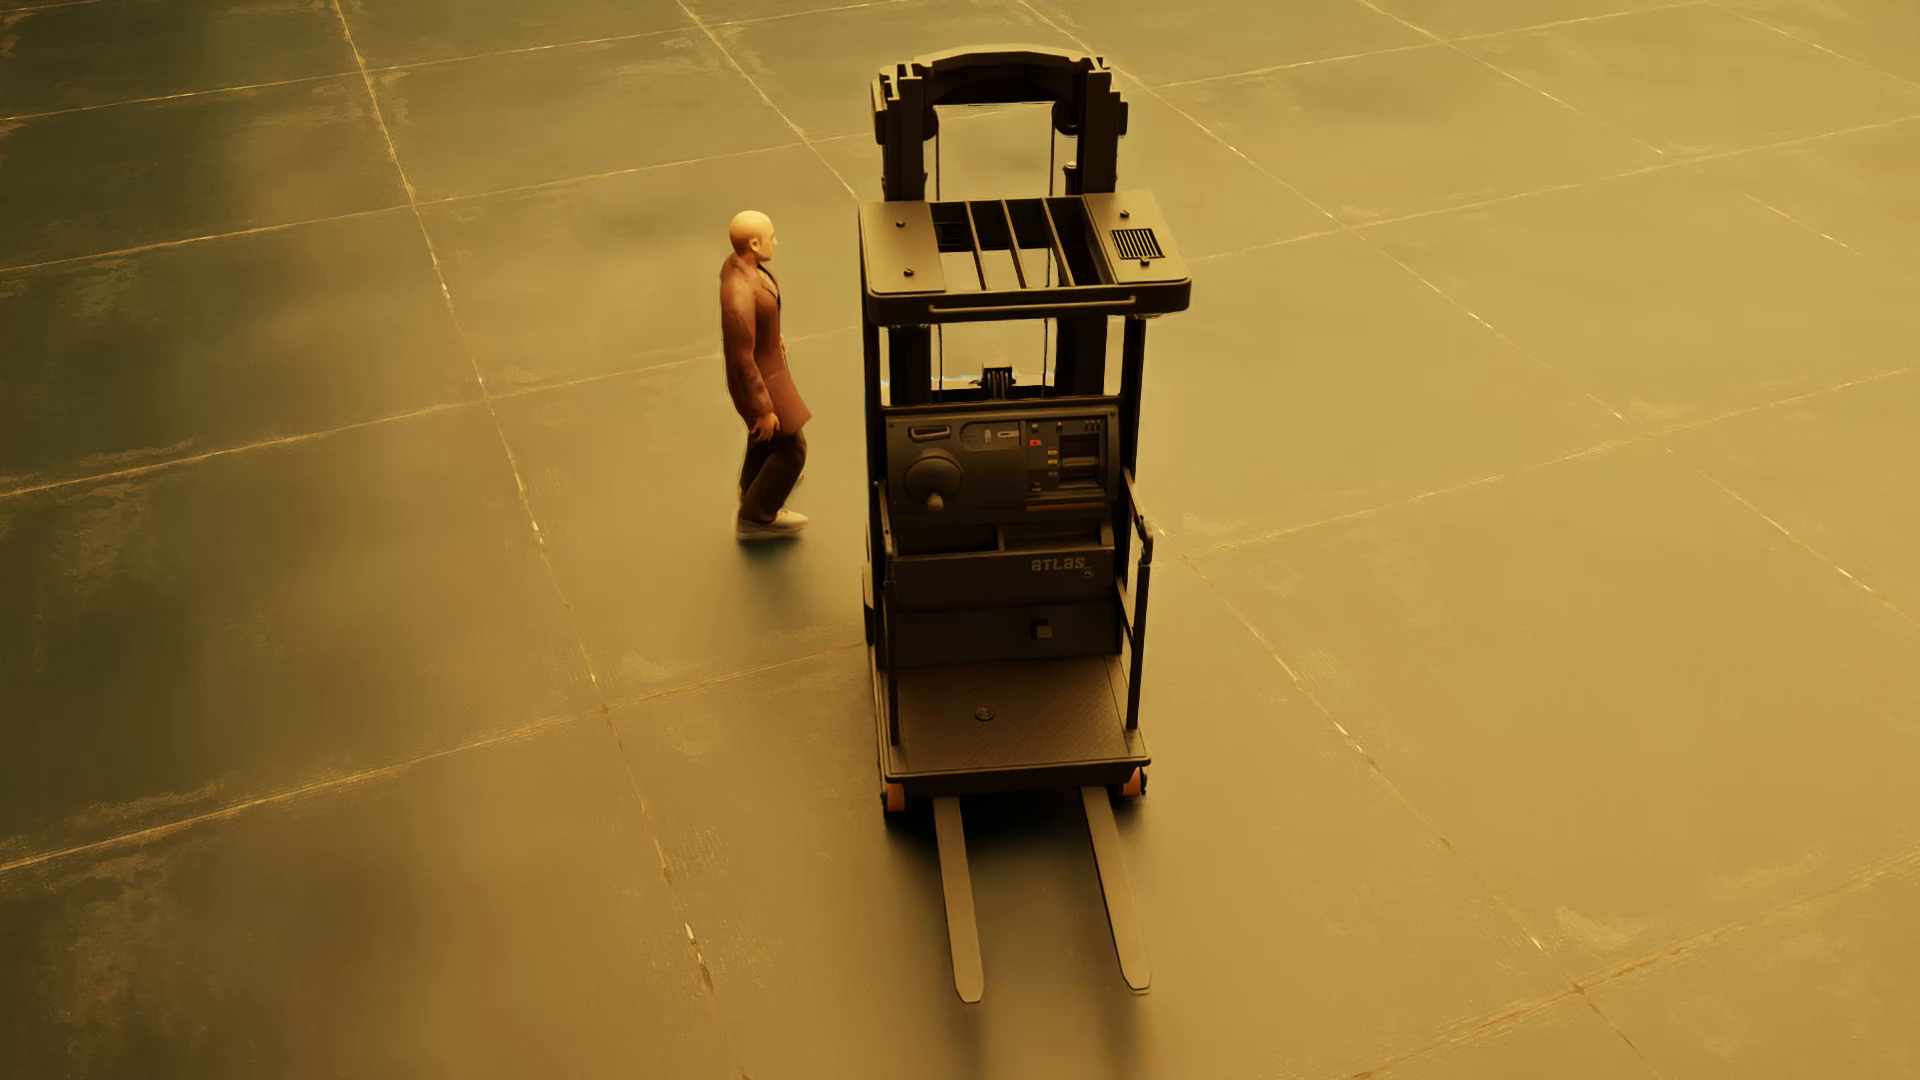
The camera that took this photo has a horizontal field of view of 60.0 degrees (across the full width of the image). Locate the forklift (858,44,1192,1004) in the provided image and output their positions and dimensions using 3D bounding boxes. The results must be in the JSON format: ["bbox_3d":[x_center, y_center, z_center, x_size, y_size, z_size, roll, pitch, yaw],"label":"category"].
[{"bbox_3d":[0.195,-0.255,6.457,1.130,2.935,3.031,-3,36,-5],"label":"forklift"}]

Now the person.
[{"bbox_3d":[-0.964,-0.815,8.261,0.426,1.750,0.826,-5,36,-7],"label":"person"}]
